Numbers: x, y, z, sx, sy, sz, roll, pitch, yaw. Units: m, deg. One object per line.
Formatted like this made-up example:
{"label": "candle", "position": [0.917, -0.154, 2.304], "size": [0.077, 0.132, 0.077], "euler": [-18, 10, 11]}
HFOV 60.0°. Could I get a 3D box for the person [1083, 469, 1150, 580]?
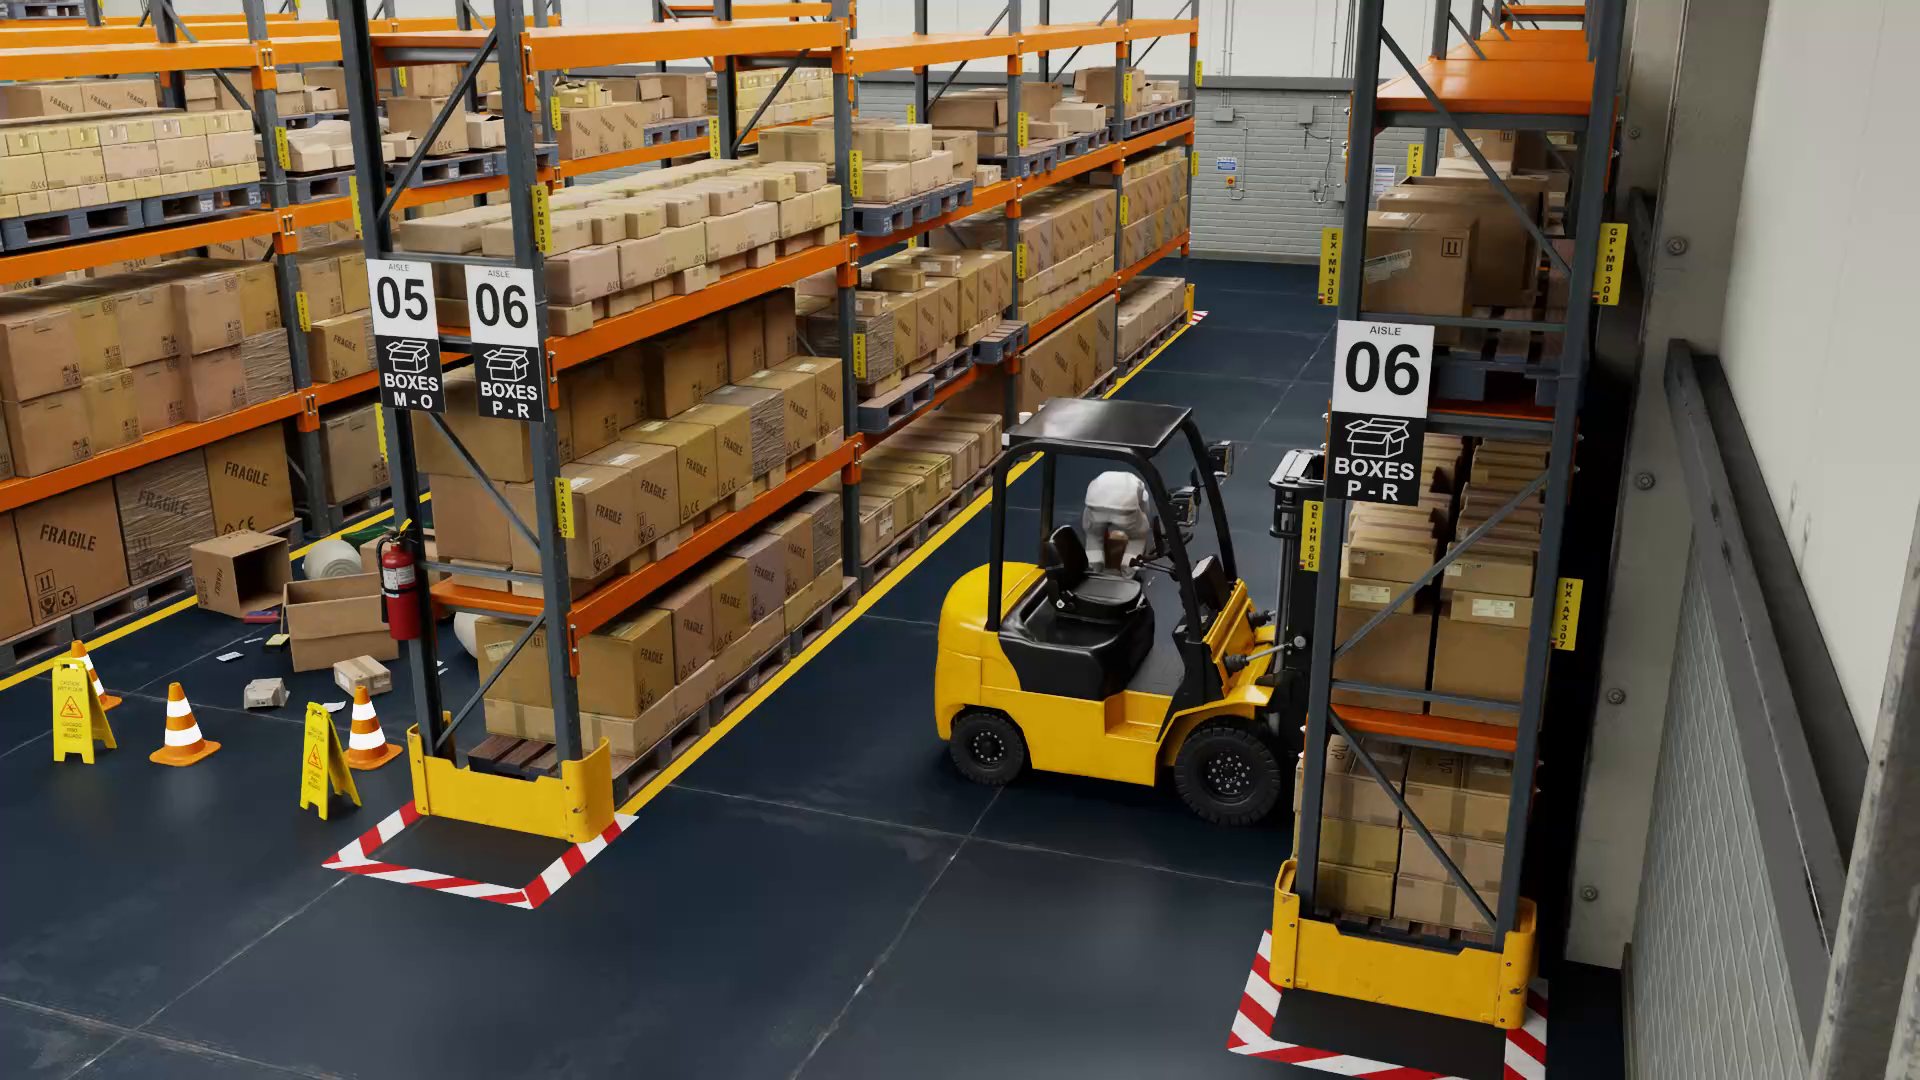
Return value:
{"label": "person", "position": [1.242, -0.106, 13.039], "size": [0.525, 1.024, 0.955], "euler": [5, 19, 16]}
